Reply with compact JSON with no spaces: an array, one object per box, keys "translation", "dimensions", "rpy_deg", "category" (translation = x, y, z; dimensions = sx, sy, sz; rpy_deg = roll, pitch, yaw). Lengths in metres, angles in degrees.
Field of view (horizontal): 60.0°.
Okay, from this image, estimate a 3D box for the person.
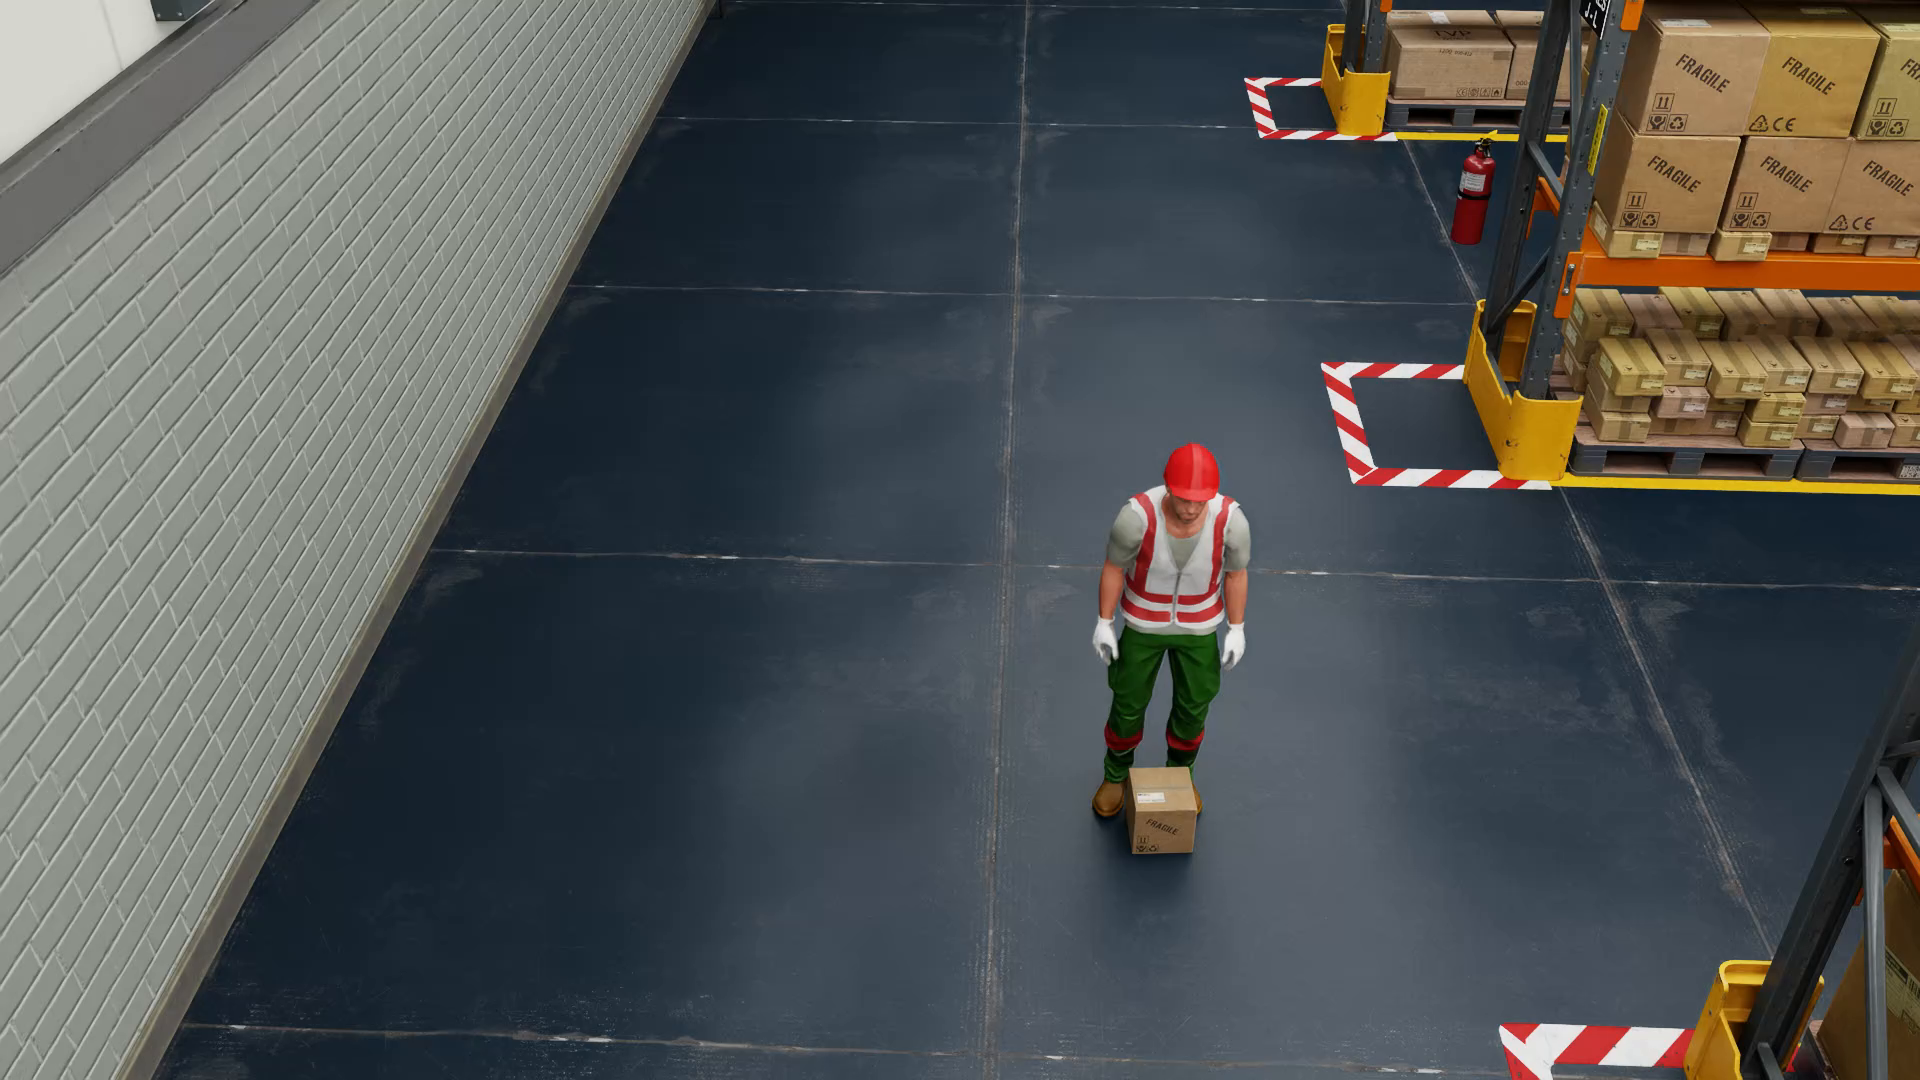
[{"translation":[0.832,0.359,6.599],"dimensions":[0.609,1.779,0.449],"rpy_deg":[2,35,2],"category":"person"}]
